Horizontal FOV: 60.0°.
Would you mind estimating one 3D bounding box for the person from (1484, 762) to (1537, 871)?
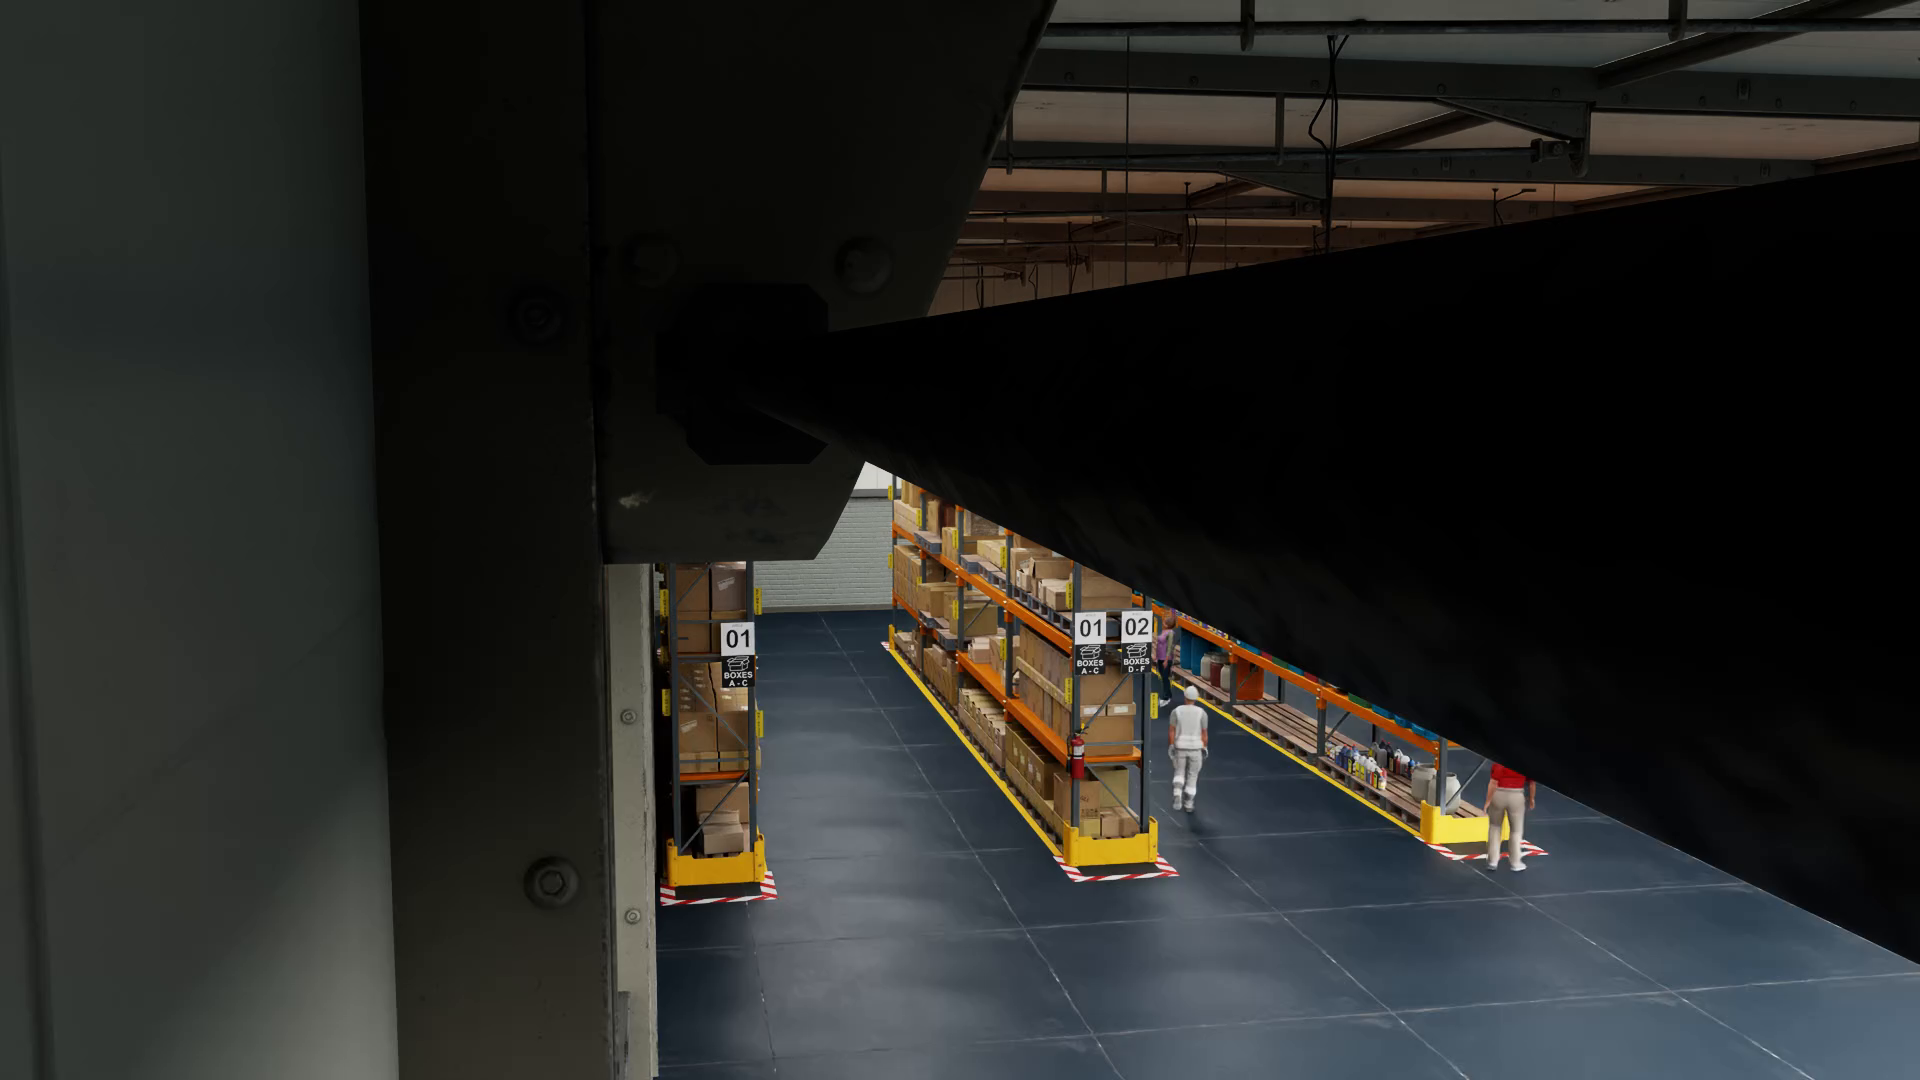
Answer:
[{"bbox_3d":[6.823,3.276,20.600,0.584,1.782,0.545,3,7,26],"label":"person"}]

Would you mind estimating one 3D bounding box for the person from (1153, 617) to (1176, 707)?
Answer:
[{"bbox_3d":[3.683,2.228,30.018,0.471,1.514,0.437,-4,7,-31],"label":"person"}]

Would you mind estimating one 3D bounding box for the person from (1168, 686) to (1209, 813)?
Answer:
[{"bbox_3d":[3.190,2.920,23.224,0.541,1.781,0.497,3,7,23],"label":"person"}]
